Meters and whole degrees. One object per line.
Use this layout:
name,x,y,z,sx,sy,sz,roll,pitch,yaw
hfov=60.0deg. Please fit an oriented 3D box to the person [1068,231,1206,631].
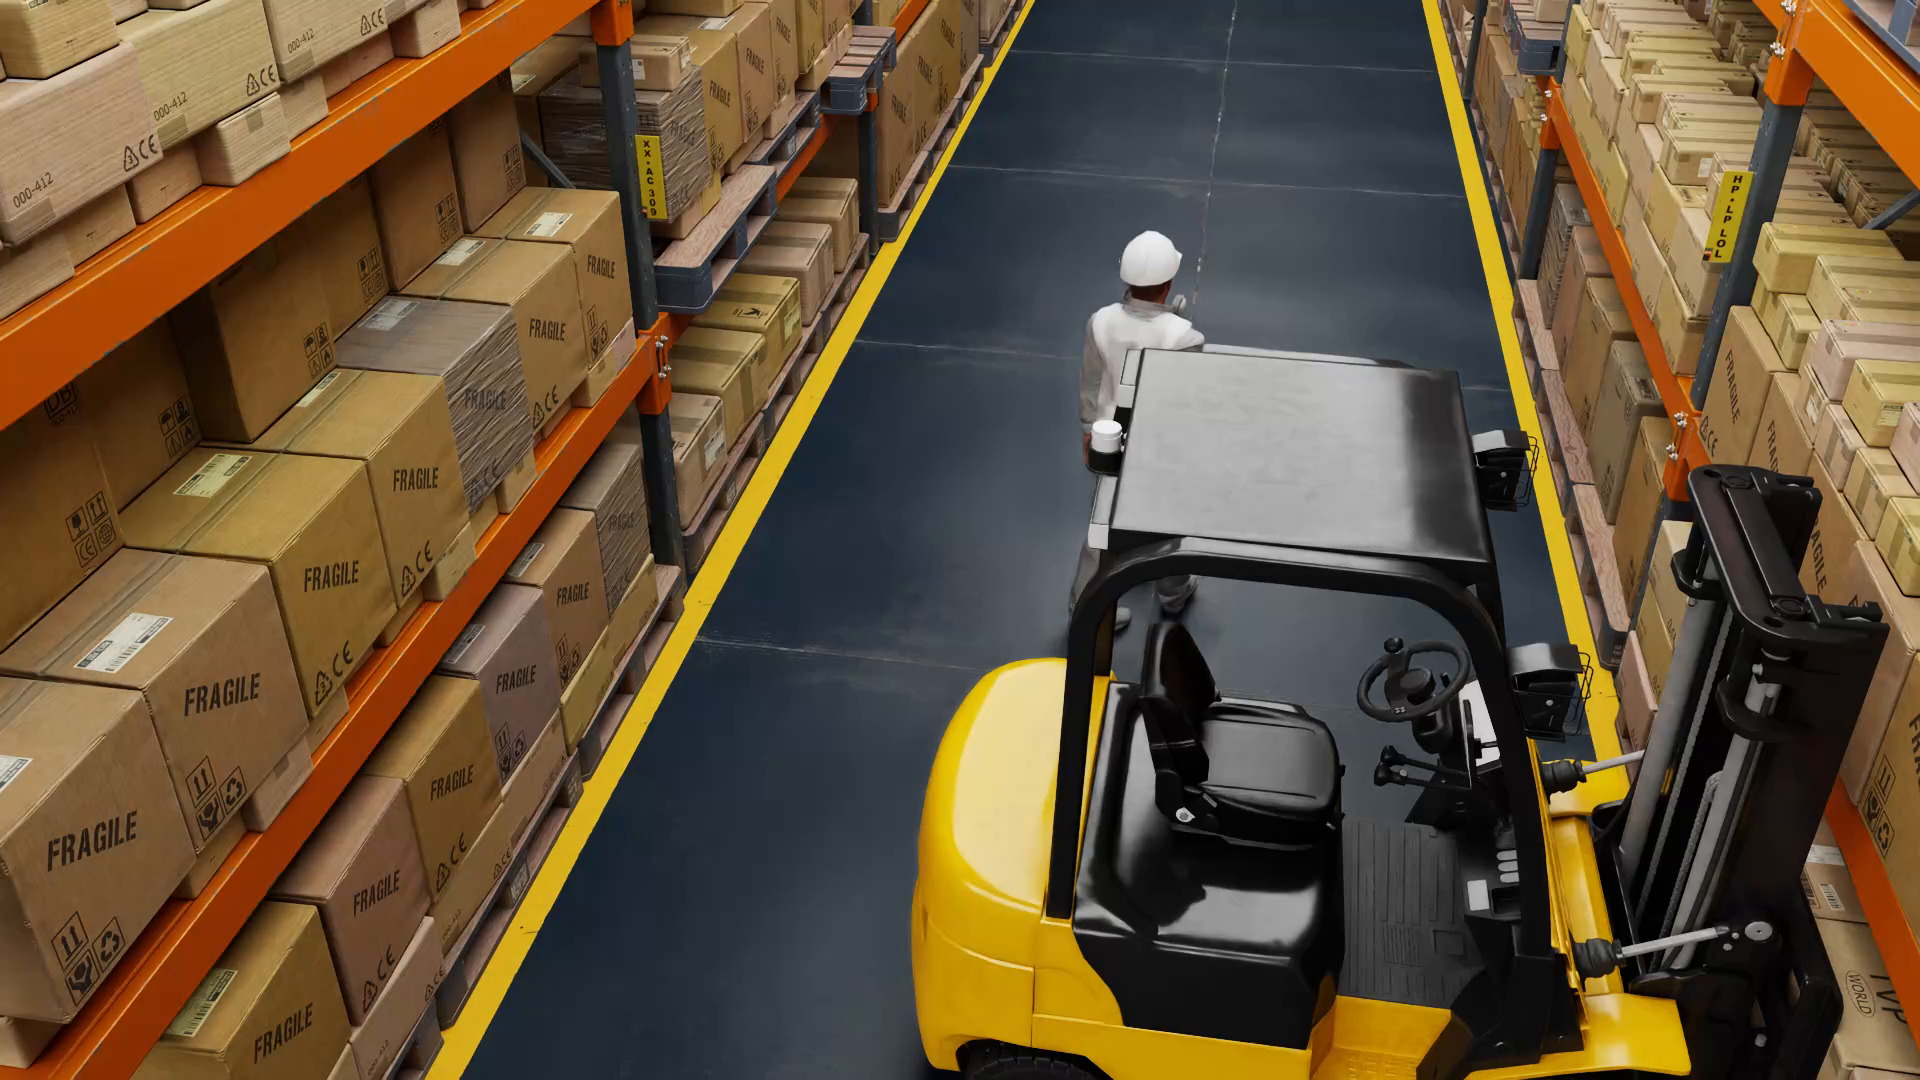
person,0.790,-0.433,6.797,0.581,1.771,0.684,18,36,26
